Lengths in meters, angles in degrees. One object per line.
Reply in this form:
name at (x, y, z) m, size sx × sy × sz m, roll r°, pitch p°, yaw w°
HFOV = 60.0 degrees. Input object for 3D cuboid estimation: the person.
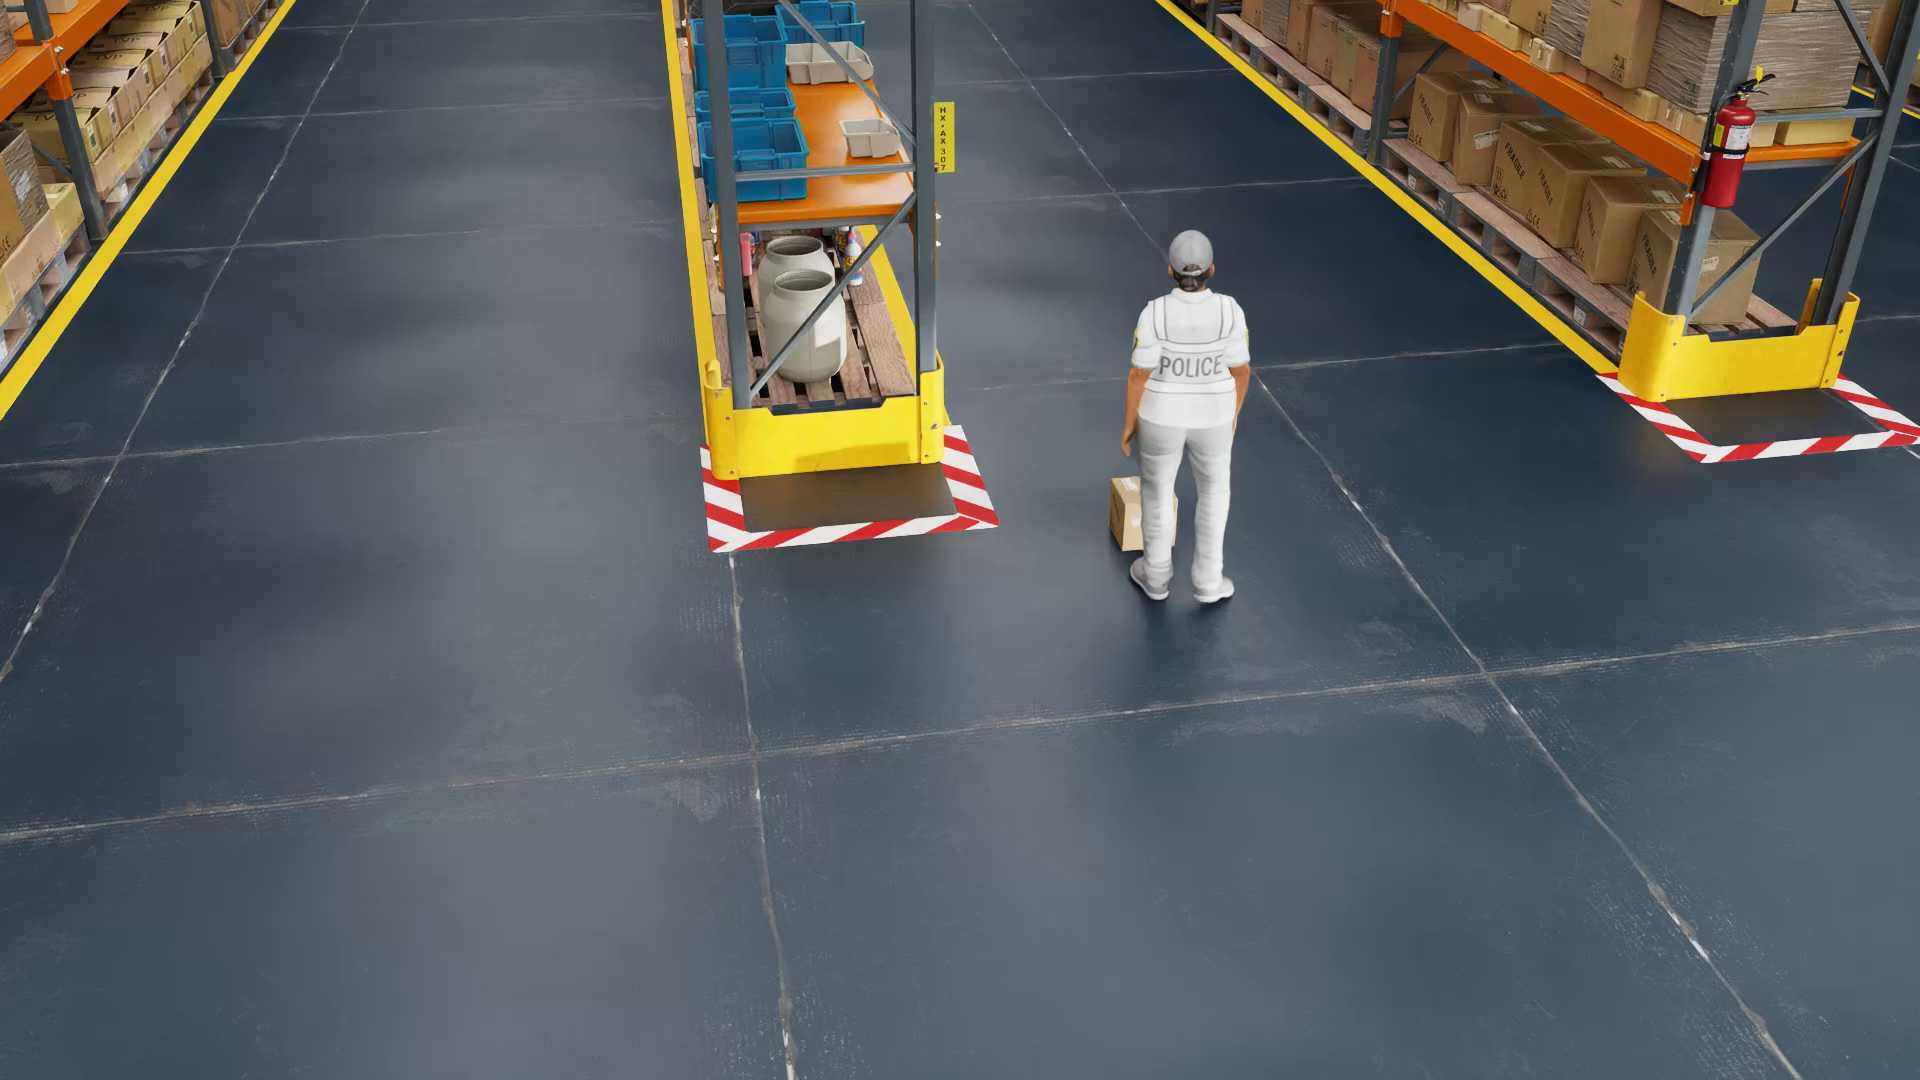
person at (0.942, -0.487, 6.933) m, size 0.531 × 1.674 × 0.415 m, roll -1°, pitch 31°, yaw -2°
